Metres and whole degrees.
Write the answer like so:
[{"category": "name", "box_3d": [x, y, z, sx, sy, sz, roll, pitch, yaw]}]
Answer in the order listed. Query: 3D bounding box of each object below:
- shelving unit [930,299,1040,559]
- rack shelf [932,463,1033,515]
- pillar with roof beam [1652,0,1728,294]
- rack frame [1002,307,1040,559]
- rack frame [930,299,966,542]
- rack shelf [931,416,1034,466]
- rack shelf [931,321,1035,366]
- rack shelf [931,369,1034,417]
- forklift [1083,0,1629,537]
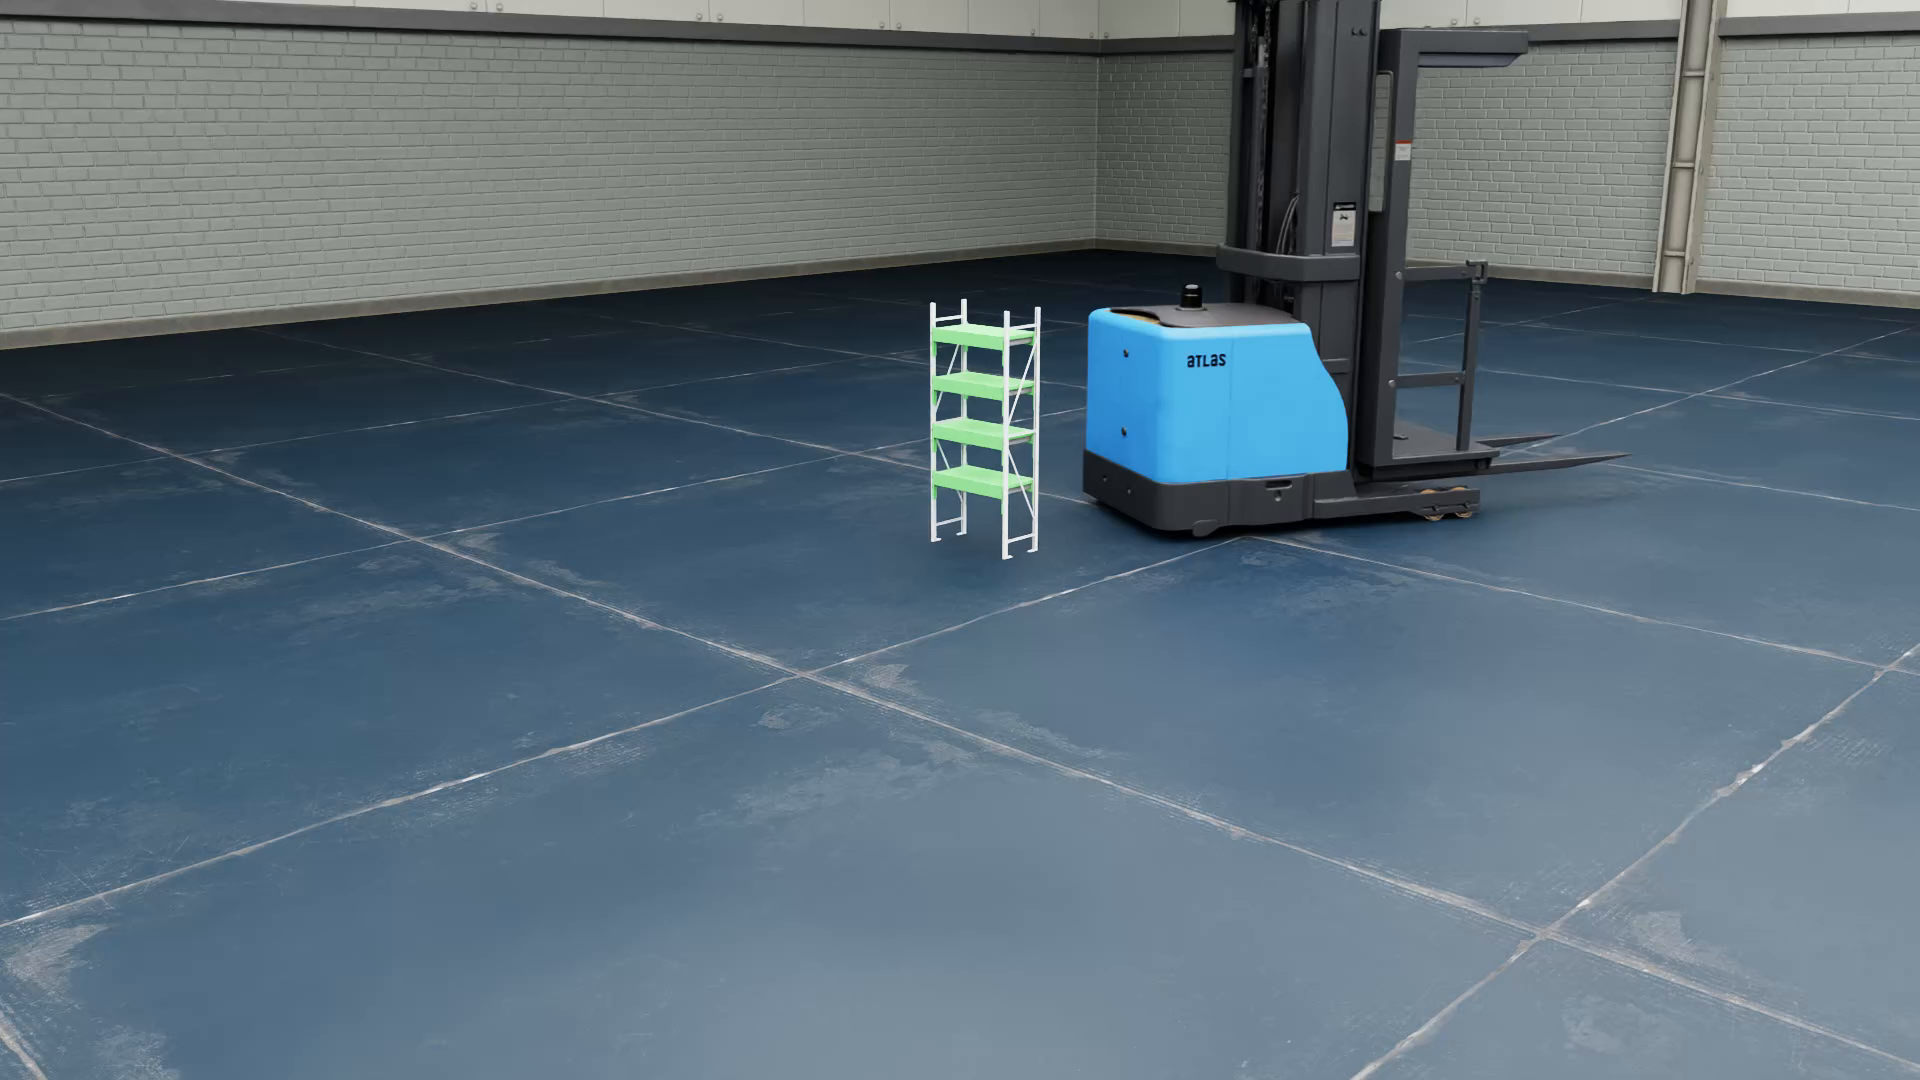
[{"category": "shelving unit", "box_3d": [0.119, -0.552, 8.170, 0.503, 1.200, 0.258, 14, 20, 42]}, {"category": "rack shelf", "box_3d": [0.119, -0.258, 8.246, 0.480, 0.148, 0.258, 14, 20, 42]}, {"category": "pillar with roof beam", "box_3d": [5.474, -6.514, 15.583, 0.400, 9.000, 9.100, 14, 20, 42]}, {"category": "rack frame", "box_3d": [0.295, -0.509, 8.006, 0.015, 1.200, 0.240, 14, 20, 42]}, {"category": "rack frame", "box_3d": [-0.056, -0.594, 8.333, 0.015, 1.200, 0.240, 14, 20, 42]}, {"category": "rack shelf", "box_3d": [0.119, -0.490, 8.186, 0.480, 0.148, 0.258, 14, 20, 42]}, {"category": "rack shelf", "box_3d": [0.119, -0.954, 8.065, 0.480, 0.148, 0.258, 14, 20, 42]}, {"category": "rack shelf", "box_3d": [0.119, -0.722, 8.125, 0.480, 0.148, 0.258, 14, 20, 42]}, {"category": "forklift", "box_3d": [2.250, -1.639, 8.908, 3.031, 2.935, 1.130, -5, 15, -19]}]
